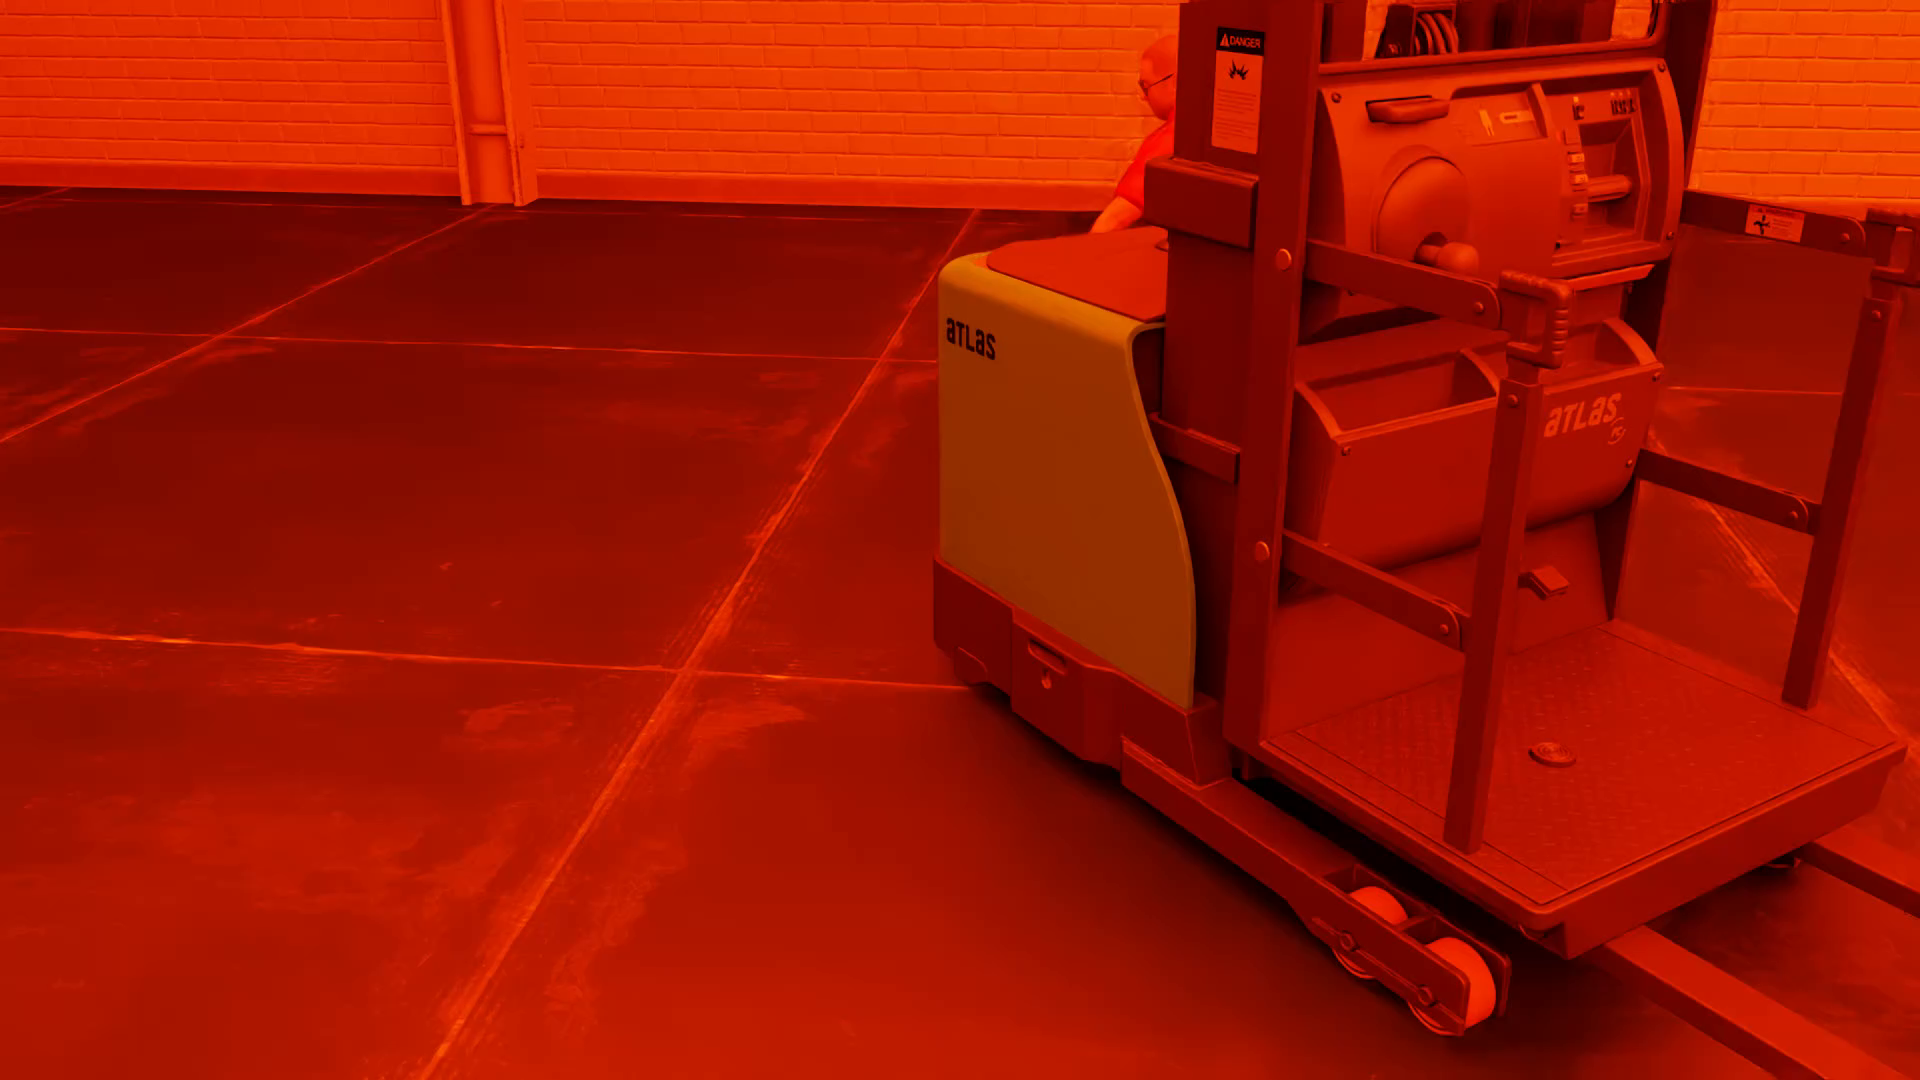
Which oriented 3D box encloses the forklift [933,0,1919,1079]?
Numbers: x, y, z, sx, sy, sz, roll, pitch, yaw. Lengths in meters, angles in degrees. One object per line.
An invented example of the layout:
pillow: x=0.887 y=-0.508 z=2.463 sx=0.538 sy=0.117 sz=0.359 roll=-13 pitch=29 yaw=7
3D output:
forklift: x=1.146 y=-0.676 z=2.931 sx=1.130 sy=2.935 sz=3.031 roll=-13 pitch=26 yaw=-30

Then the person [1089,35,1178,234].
person: x=0.704 y=-0.874 z=5.464 sx=0.672 sy=1.502 sz=0.927 roll=8 pitch=23 yaw=19
